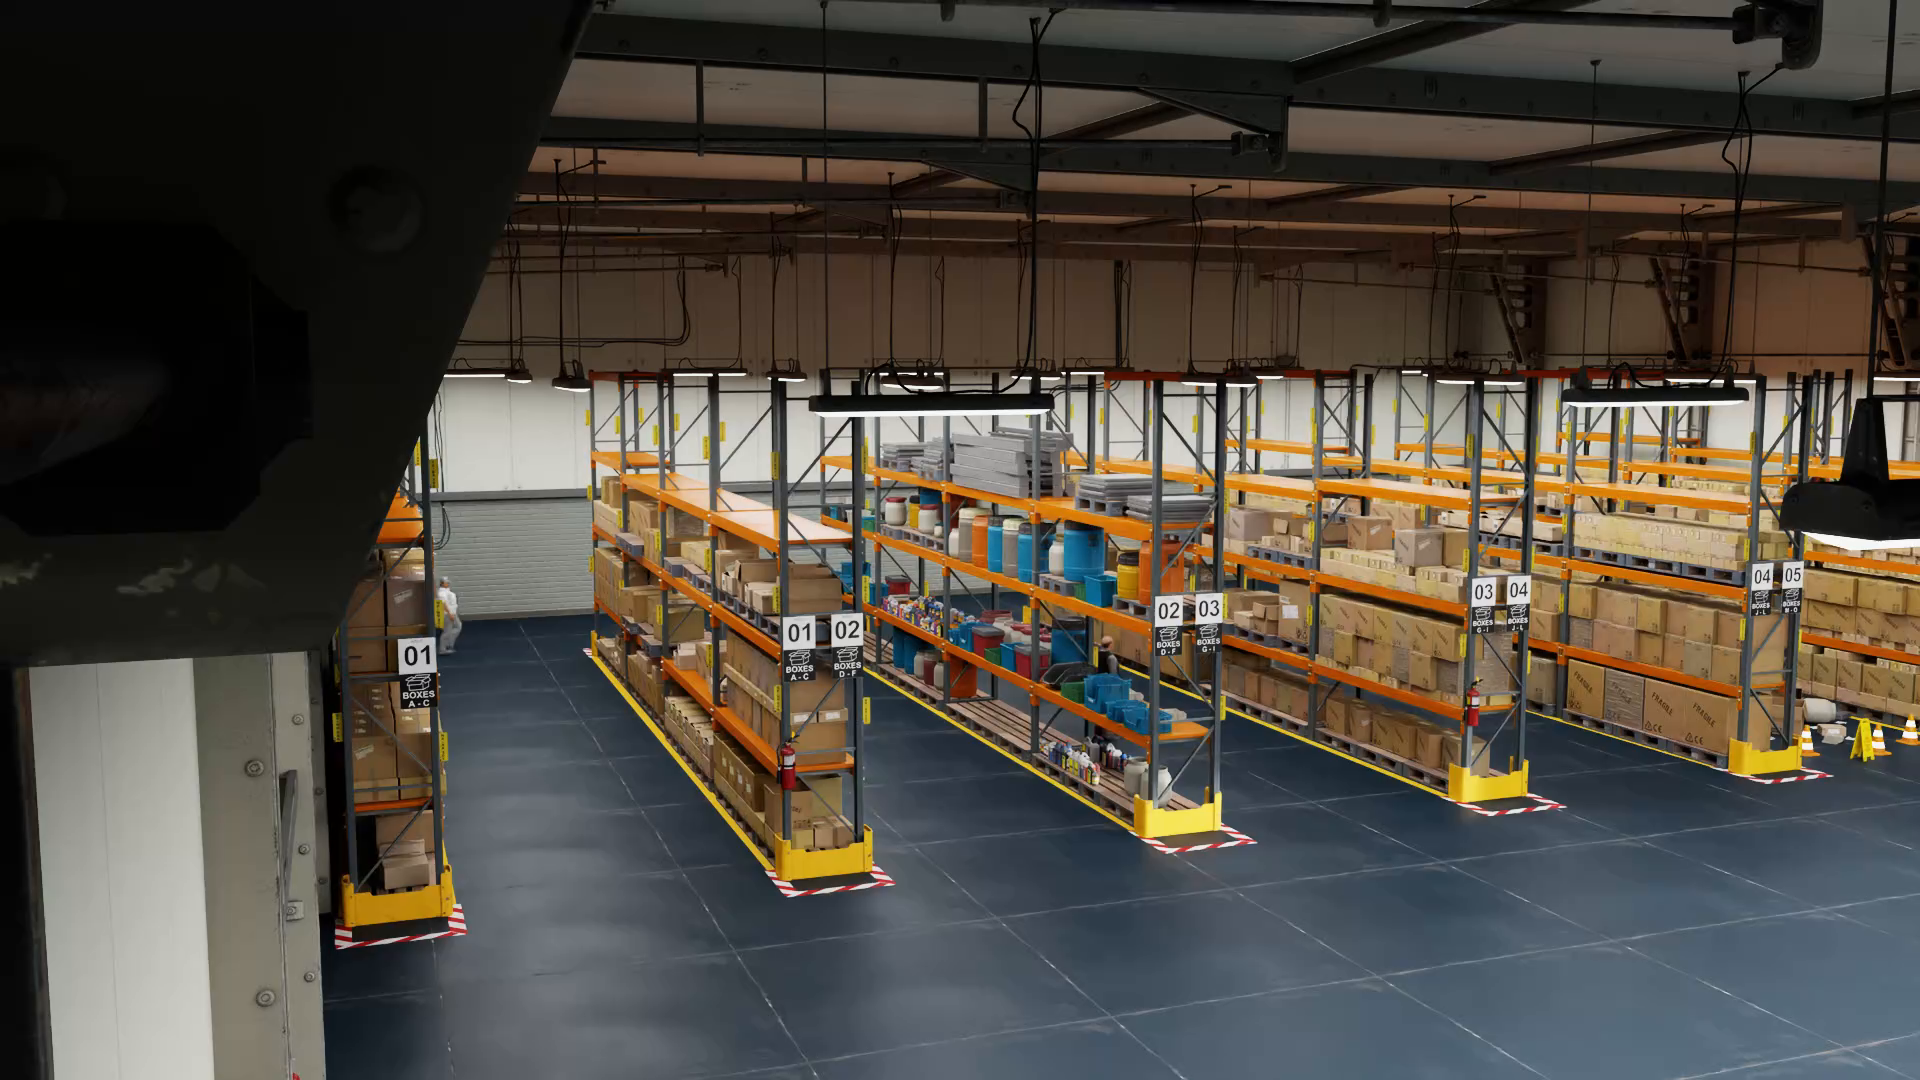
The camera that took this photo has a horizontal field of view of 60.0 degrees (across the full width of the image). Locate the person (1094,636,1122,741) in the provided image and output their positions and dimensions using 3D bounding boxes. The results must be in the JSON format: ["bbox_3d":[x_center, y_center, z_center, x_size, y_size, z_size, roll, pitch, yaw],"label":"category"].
[{"bbox_3d":[2.439,2.456,27.338,0.364,1.772,0.589,-3,7,-27],"label":"person"}]

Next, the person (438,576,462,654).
[{"bbox_3d":[-10.775,1.597,35.077,0.503,1.686,0.499,-2,7,-14],"label":"person"}]

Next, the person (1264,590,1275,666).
[{"bbox_3d":[6.110,1.822,33.445,0.365,1.627,0.480,-2,7,-19],"label":"person"}]
